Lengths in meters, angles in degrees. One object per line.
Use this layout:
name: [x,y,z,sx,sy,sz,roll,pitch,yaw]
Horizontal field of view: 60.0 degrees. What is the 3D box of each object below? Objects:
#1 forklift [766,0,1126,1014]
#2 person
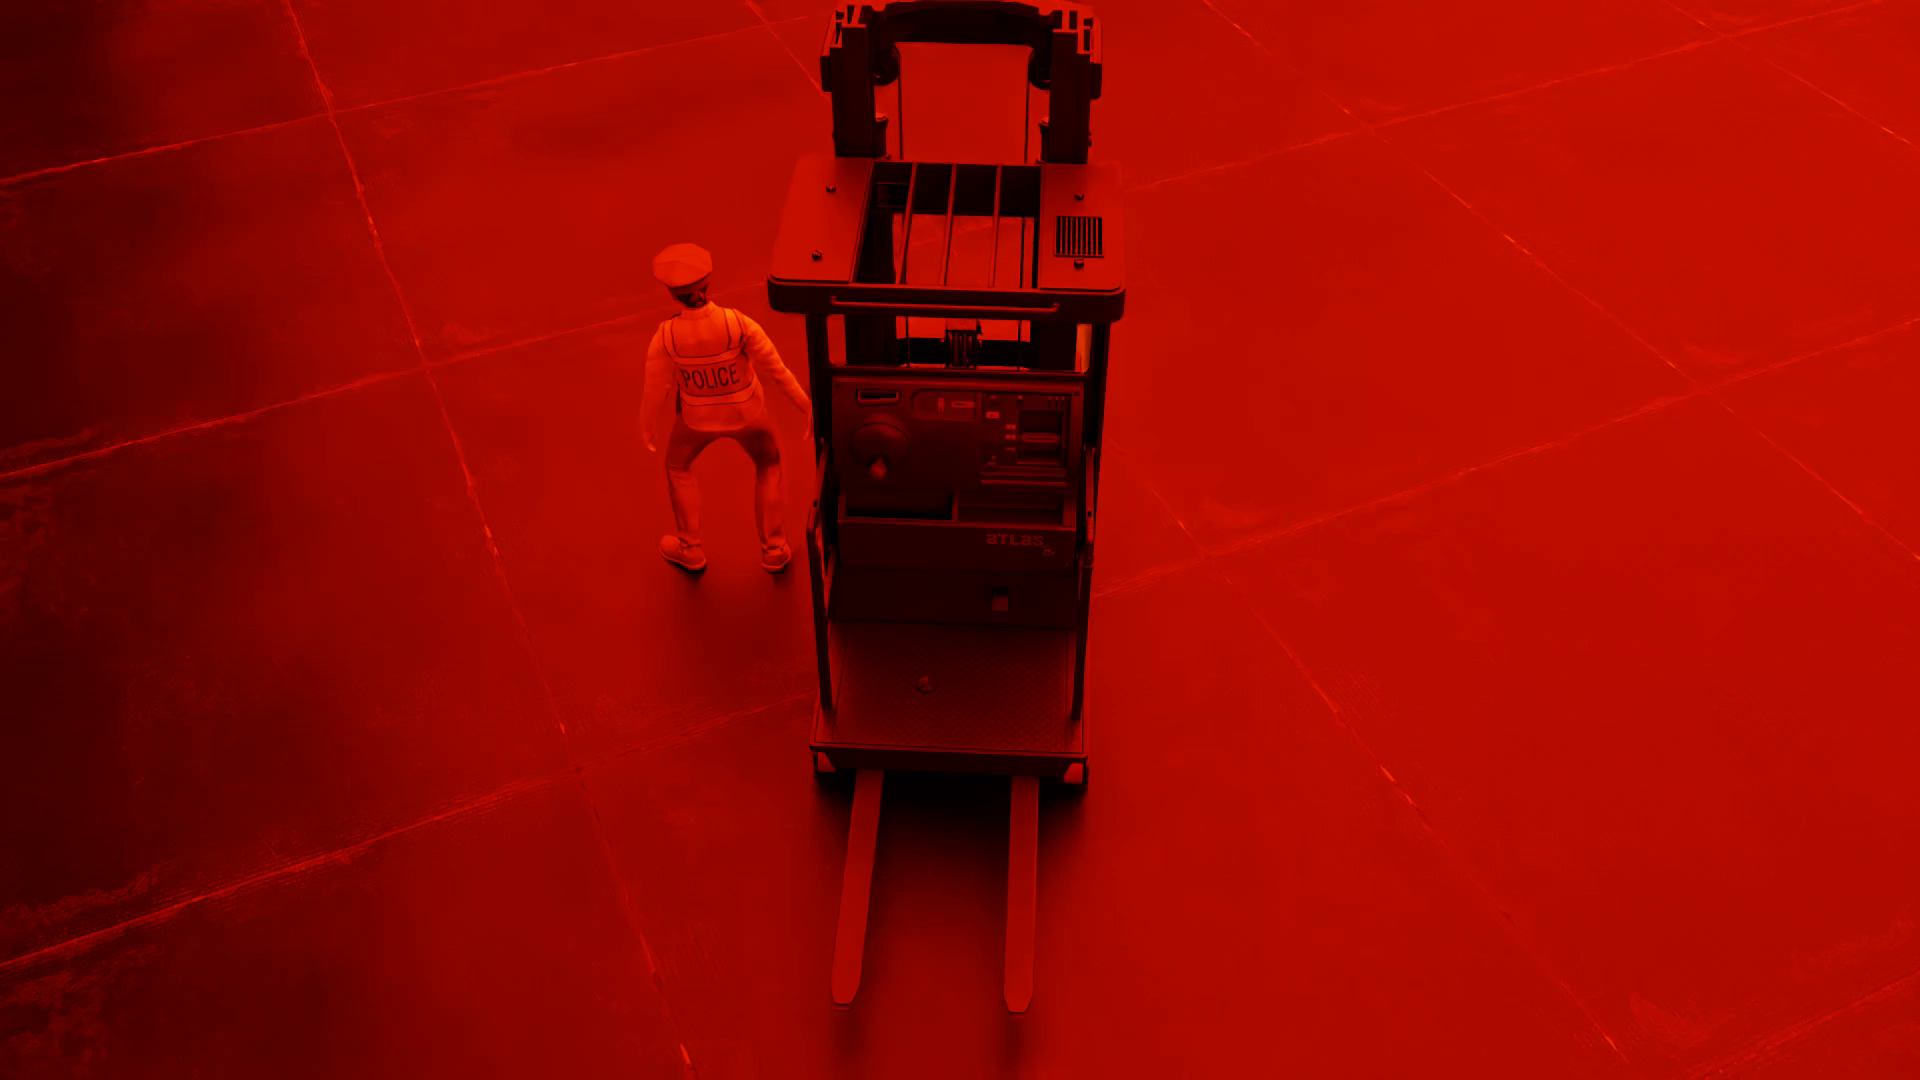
forklift: [-0.021,-0.316,6.019,1.130,2.935,3.031,2,43,2]
person: [-1.005,-0.516,7.228,0.799,1.600,0.434,-2,43,-3]
